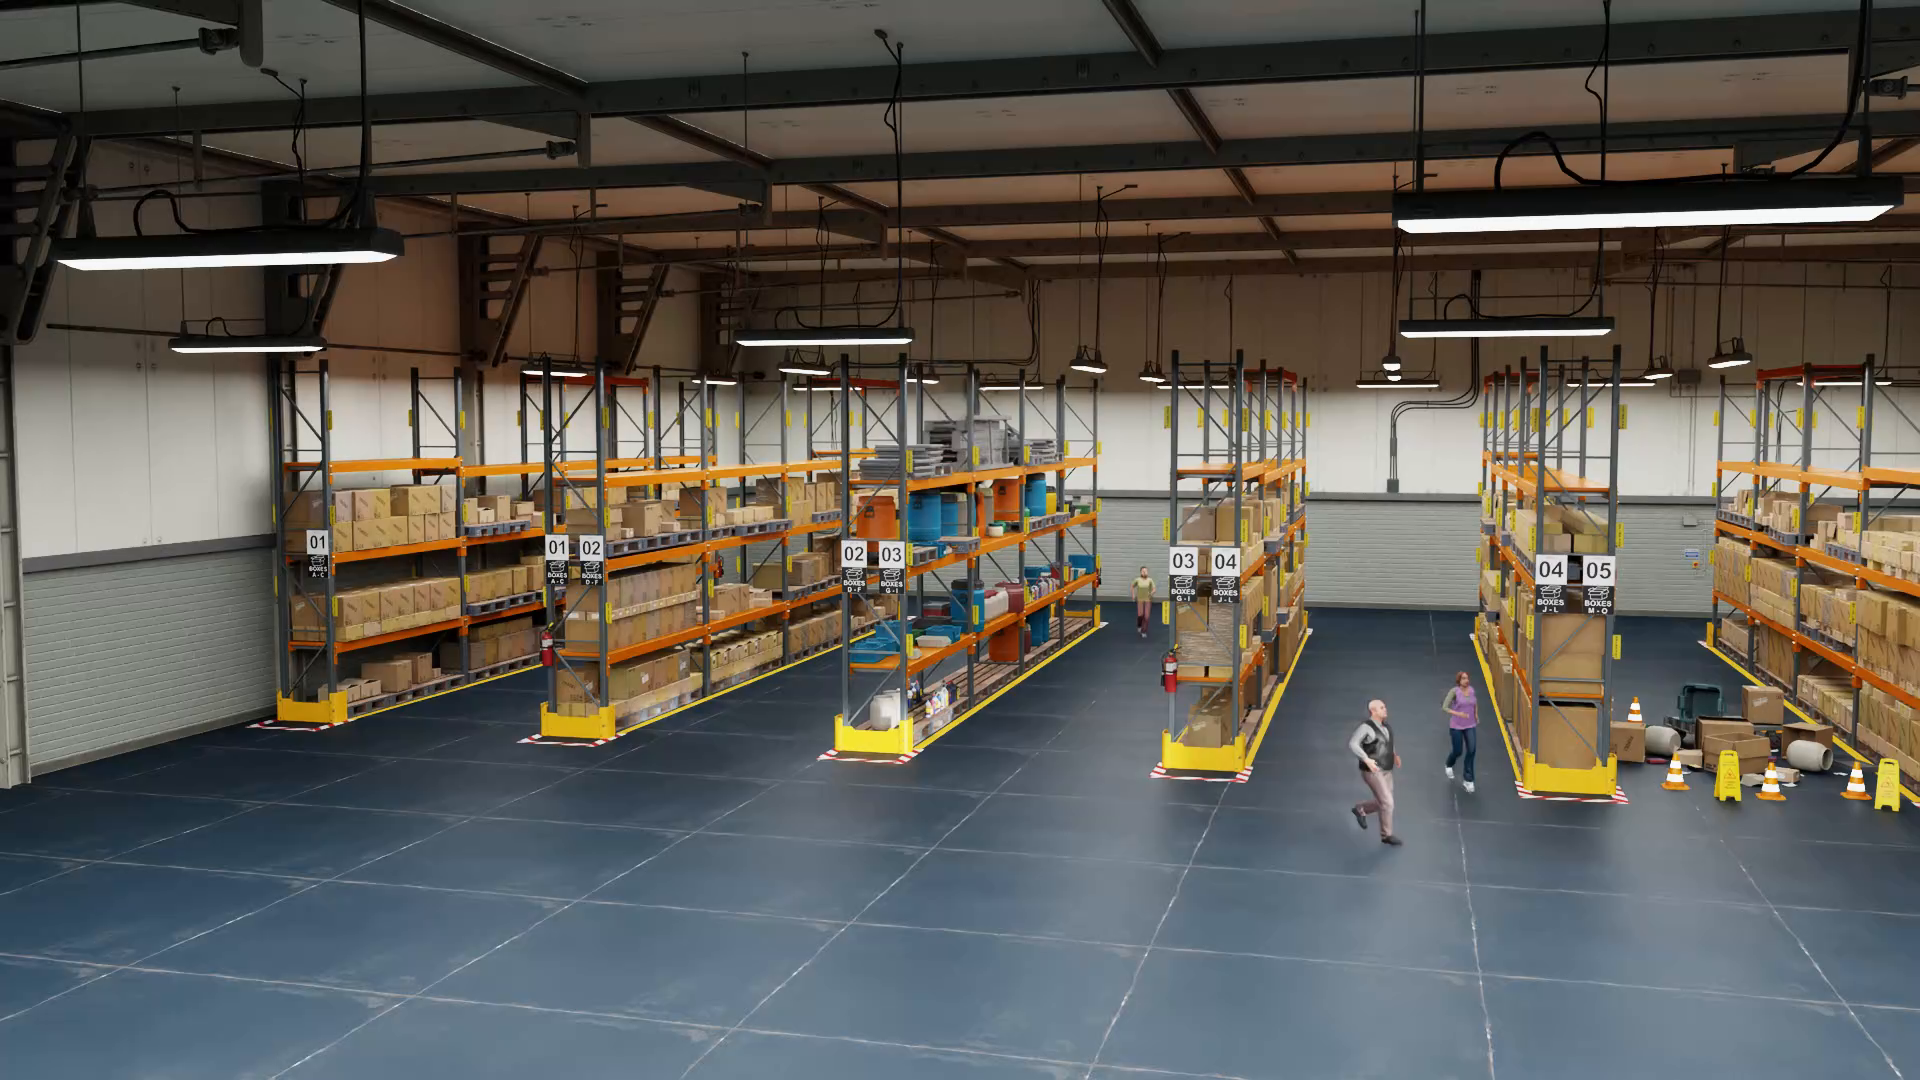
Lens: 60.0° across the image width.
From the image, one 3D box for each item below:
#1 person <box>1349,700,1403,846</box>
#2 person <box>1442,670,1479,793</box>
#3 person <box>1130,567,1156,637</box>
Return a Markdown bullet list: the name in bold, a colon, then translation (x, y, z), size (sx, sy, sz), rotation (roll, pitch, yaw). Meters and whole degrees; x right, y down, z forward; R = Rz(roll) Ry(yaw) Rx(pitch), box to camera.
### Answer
- **person**: translation (4.933, 2.742, 19.748), size (0.691, 1.692, 0.783), rotation (-4, 6, -42)
- **person**: translation (6.833, 2.581, 22.677), size (0.577, 1.629, 0.793), rotation (-1, 4, -9)
- **person**: translation (4.234, 1.431, 38.341), size (0.581, 1.634, 0.540), rotation (0, 4, 2)
